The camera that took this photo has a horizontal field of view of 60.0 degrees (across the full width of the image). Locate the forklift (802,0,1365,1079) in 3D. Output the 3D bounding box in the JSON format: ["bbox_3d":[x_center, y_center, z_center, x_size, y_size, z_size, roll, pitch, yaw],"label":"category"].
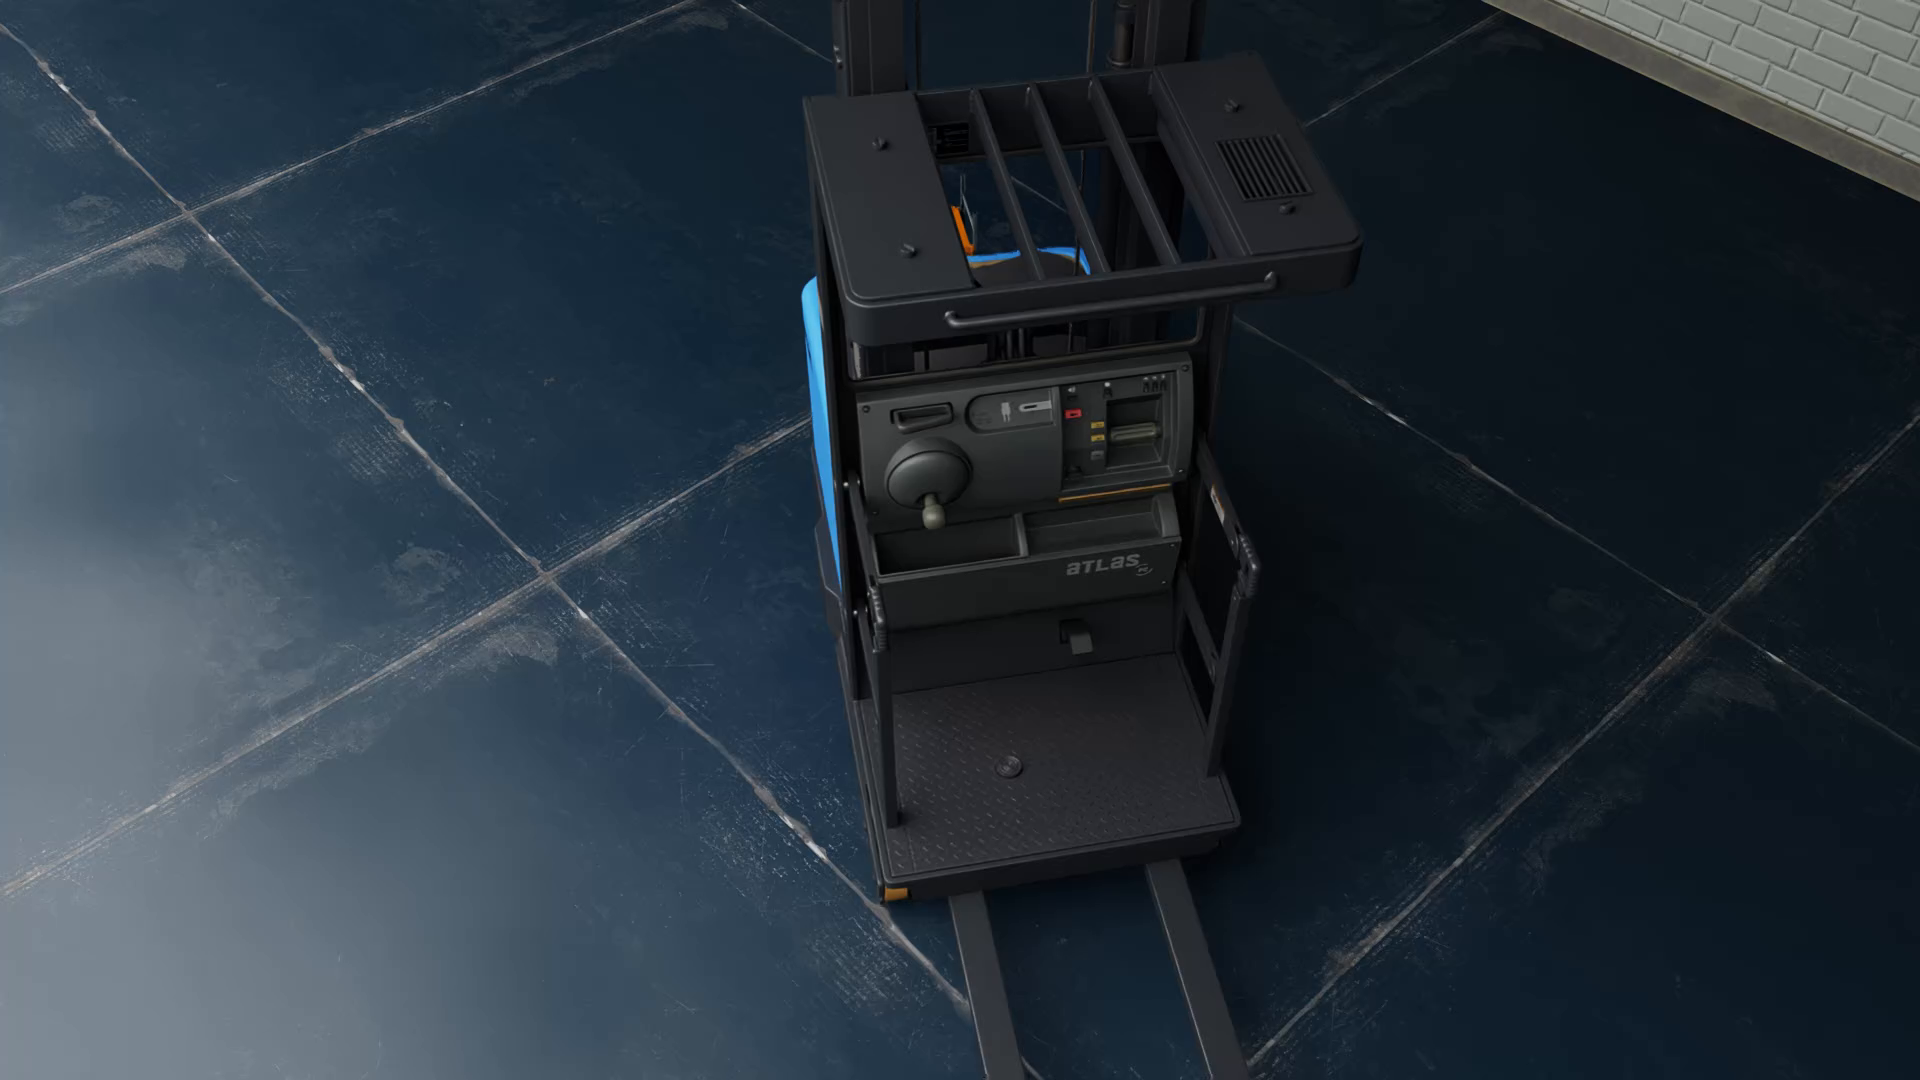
[{"bbox_3d":[0.228,-0.168,4.410,1.130,2.935,3.031,-8,48,-7],"label":"forklift"}]

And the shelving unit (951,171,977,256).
[{"bbox_3d":[-0.211,-0.760,6.135,0.503,1.200,0.258,-8,48,-8],"label":"shelving unit"}]

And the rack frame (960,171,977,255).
[{"bbox_3d":[0.029,-0.795,6.167,0.015,1.200,0.240,-8,48,-8],"label":"rack frame"}]

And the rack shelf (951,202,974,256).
[{"bbox_3d":[-0.211,-1.027,5.846,0.480,0.148,0.258,-8,48,-8],"label":"rack shelf"}]
